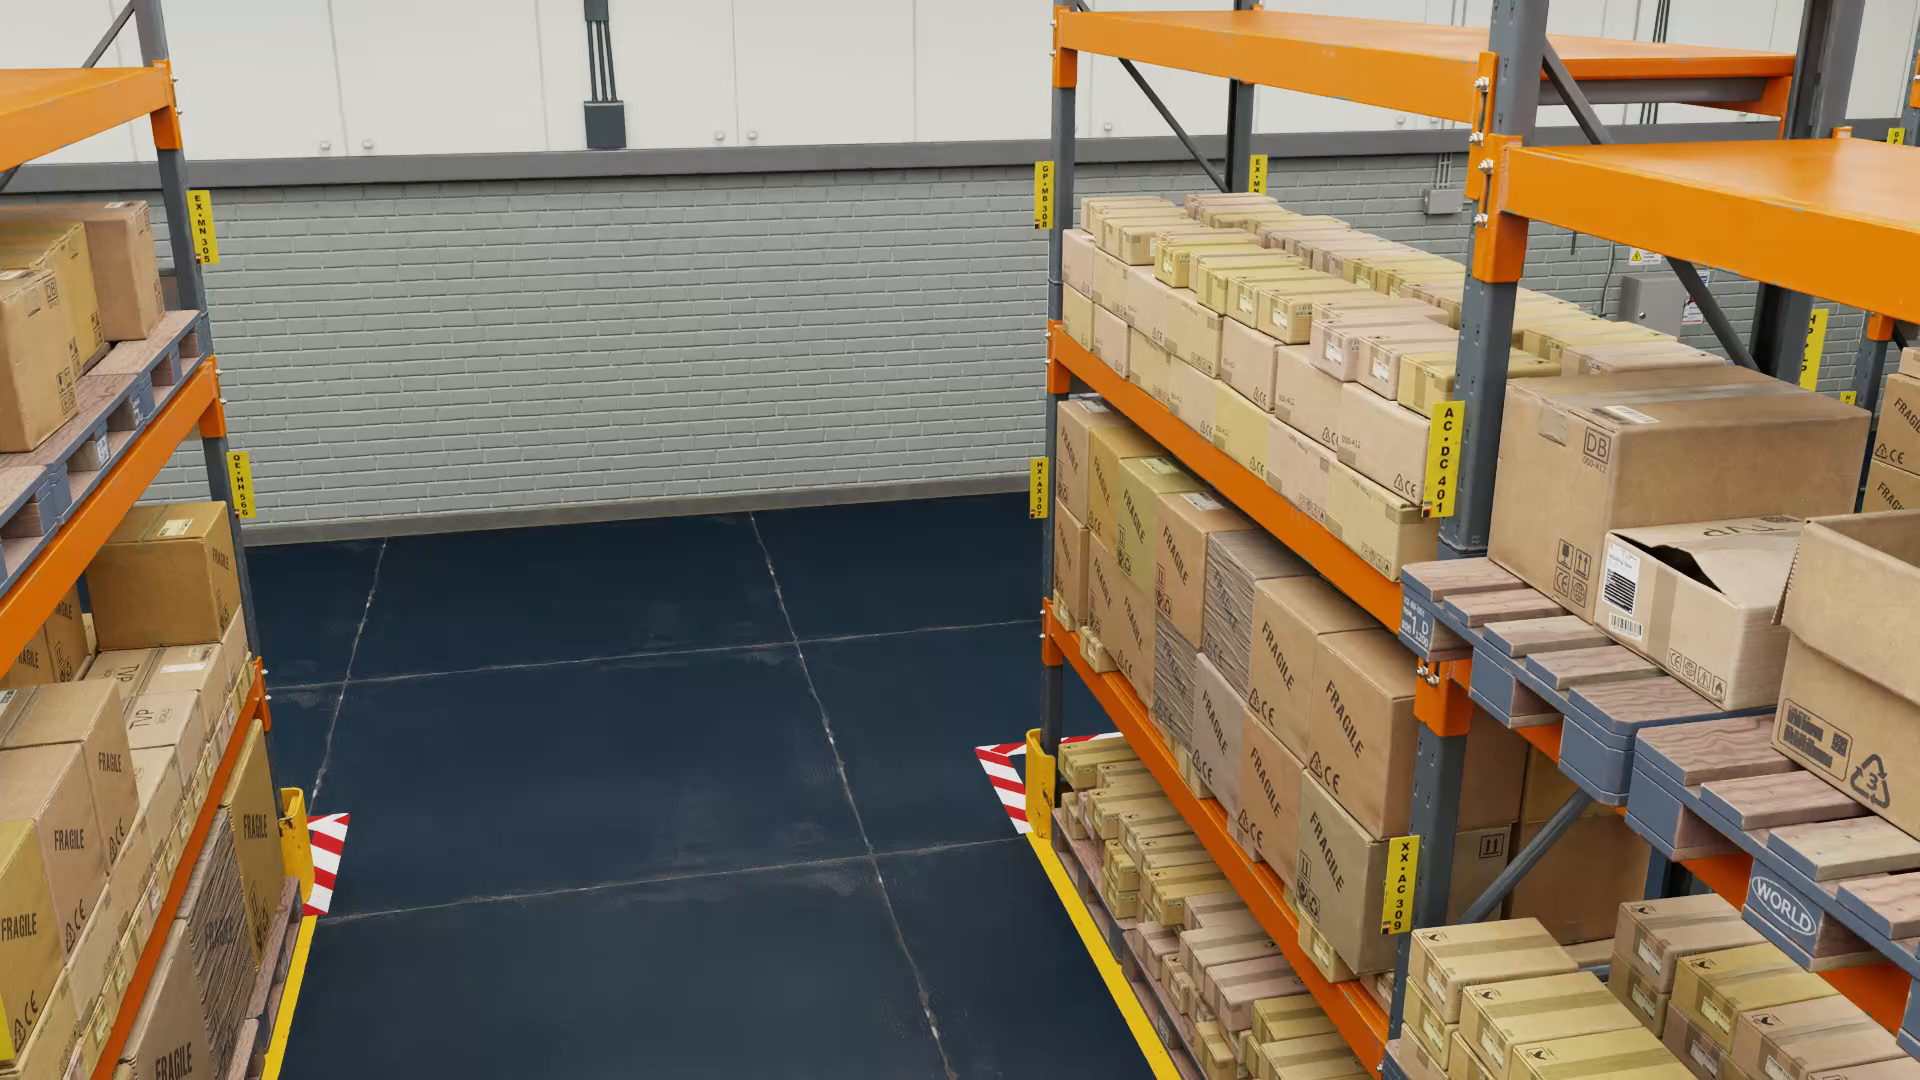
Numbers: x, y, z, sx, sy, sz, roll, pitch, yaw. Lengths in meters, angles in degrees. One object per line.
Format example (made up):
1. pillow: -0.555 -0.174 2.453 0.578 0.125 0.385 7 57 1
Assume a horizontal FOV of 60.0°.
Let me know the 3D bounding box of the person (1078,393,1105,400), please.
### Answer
1. person: 0.863 -0.205 11.638 0.439 1.747 0.582 -5 20 -15
